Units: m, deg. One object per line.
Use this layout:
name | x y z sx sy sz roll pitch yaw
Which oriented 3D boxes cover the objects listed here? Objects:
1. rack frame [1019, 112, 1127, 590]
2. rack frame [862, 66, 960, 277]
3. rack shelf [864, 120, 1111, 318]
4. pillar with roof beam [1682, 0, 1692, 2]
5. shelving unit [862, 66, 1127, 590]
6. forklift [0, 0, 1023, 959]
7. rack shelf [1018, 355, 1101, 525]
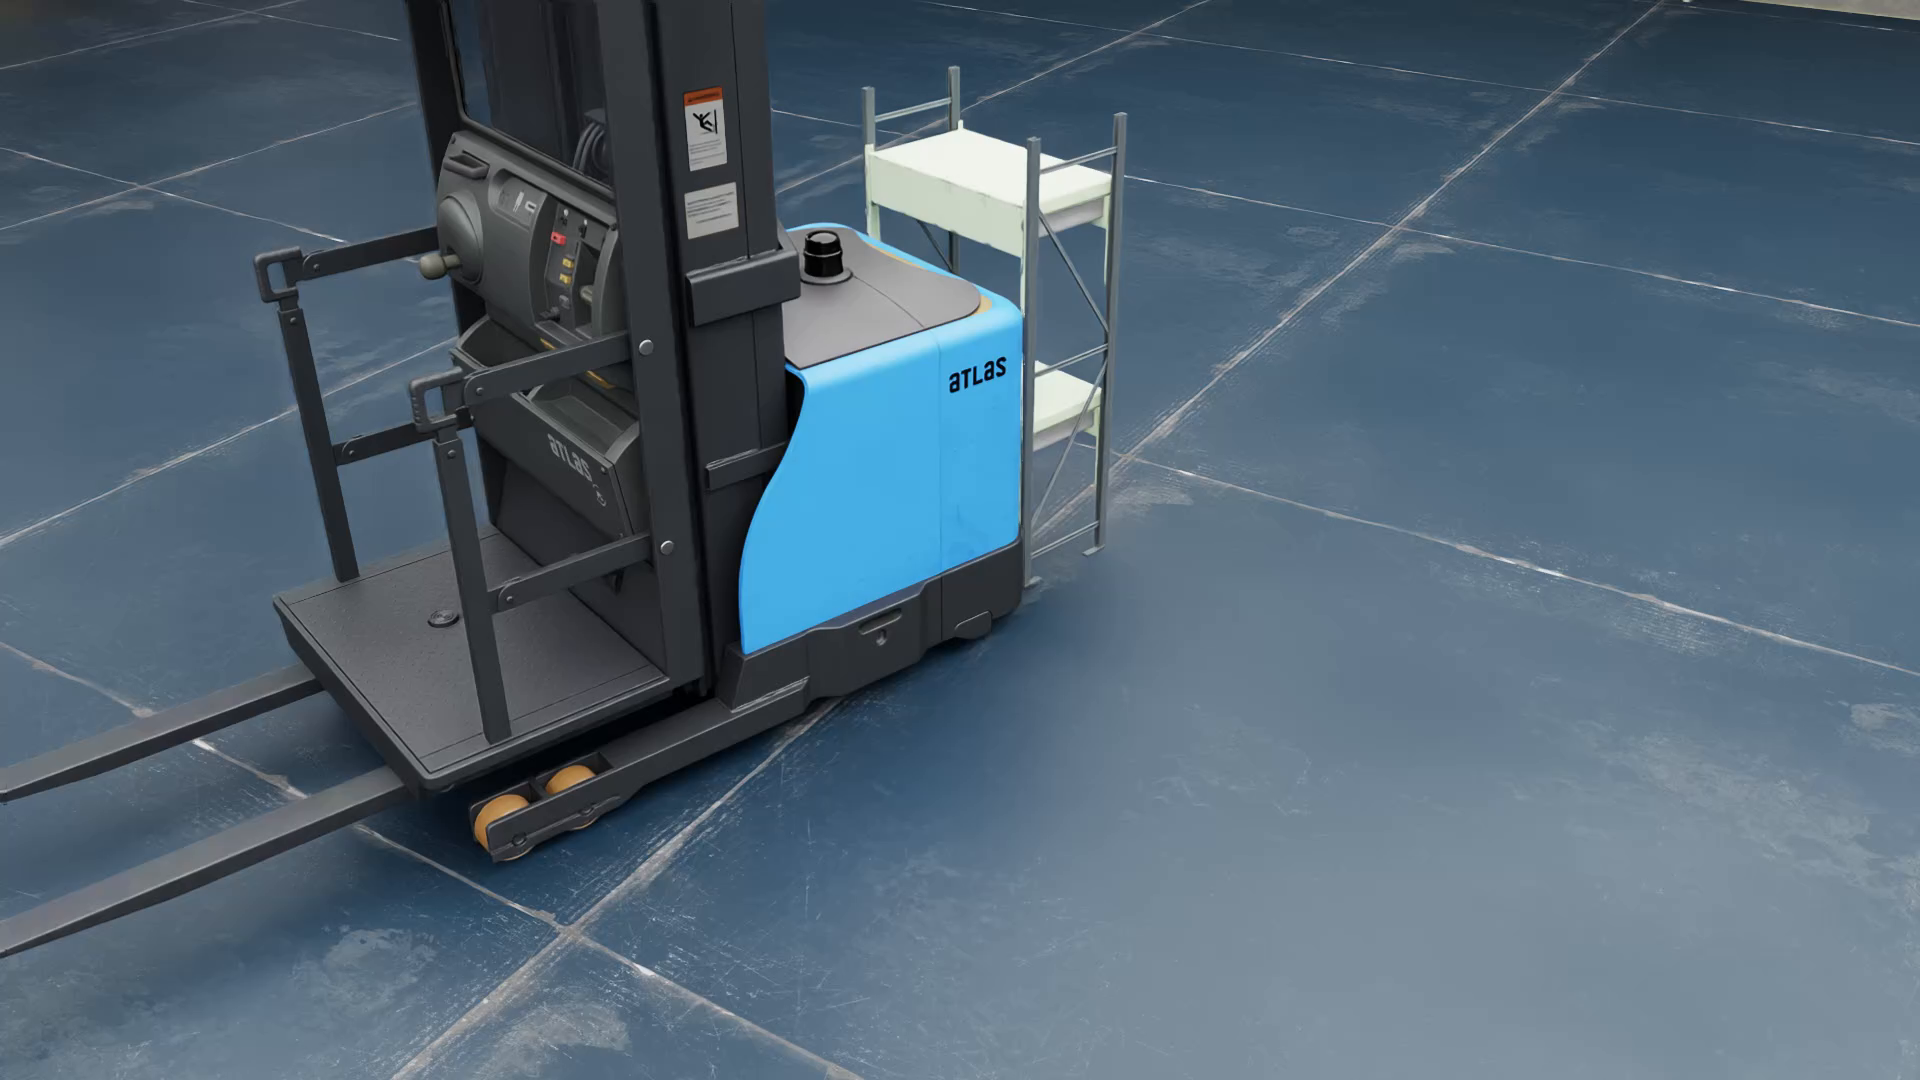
rack frame | 0.344 -0.556 5.215 0.400 1.500 0.023 -25 39 -36
rack frame | -0.154 -0.827 5.679 0.400 1.500 0.023 -25 39 -36
rack shelf | 0.095 -1.029 5.250 0.431 0.370 0.720 -25 39 -36
pillar with roof beam | 3.291 -6.341 7.690 0.400 9.000 9.100 18 35 27
shelving unit | 0.095 -0.692 5.447 0.431 1.500 0.755 -25 39 -36
forklift | -1.267 -0.735 4.102 3.031 2.935 1.130 -22 37 -33
rack shelf | 0.095 -0.410 5.611 0.431 0.370 0.720 -25 39 -36
